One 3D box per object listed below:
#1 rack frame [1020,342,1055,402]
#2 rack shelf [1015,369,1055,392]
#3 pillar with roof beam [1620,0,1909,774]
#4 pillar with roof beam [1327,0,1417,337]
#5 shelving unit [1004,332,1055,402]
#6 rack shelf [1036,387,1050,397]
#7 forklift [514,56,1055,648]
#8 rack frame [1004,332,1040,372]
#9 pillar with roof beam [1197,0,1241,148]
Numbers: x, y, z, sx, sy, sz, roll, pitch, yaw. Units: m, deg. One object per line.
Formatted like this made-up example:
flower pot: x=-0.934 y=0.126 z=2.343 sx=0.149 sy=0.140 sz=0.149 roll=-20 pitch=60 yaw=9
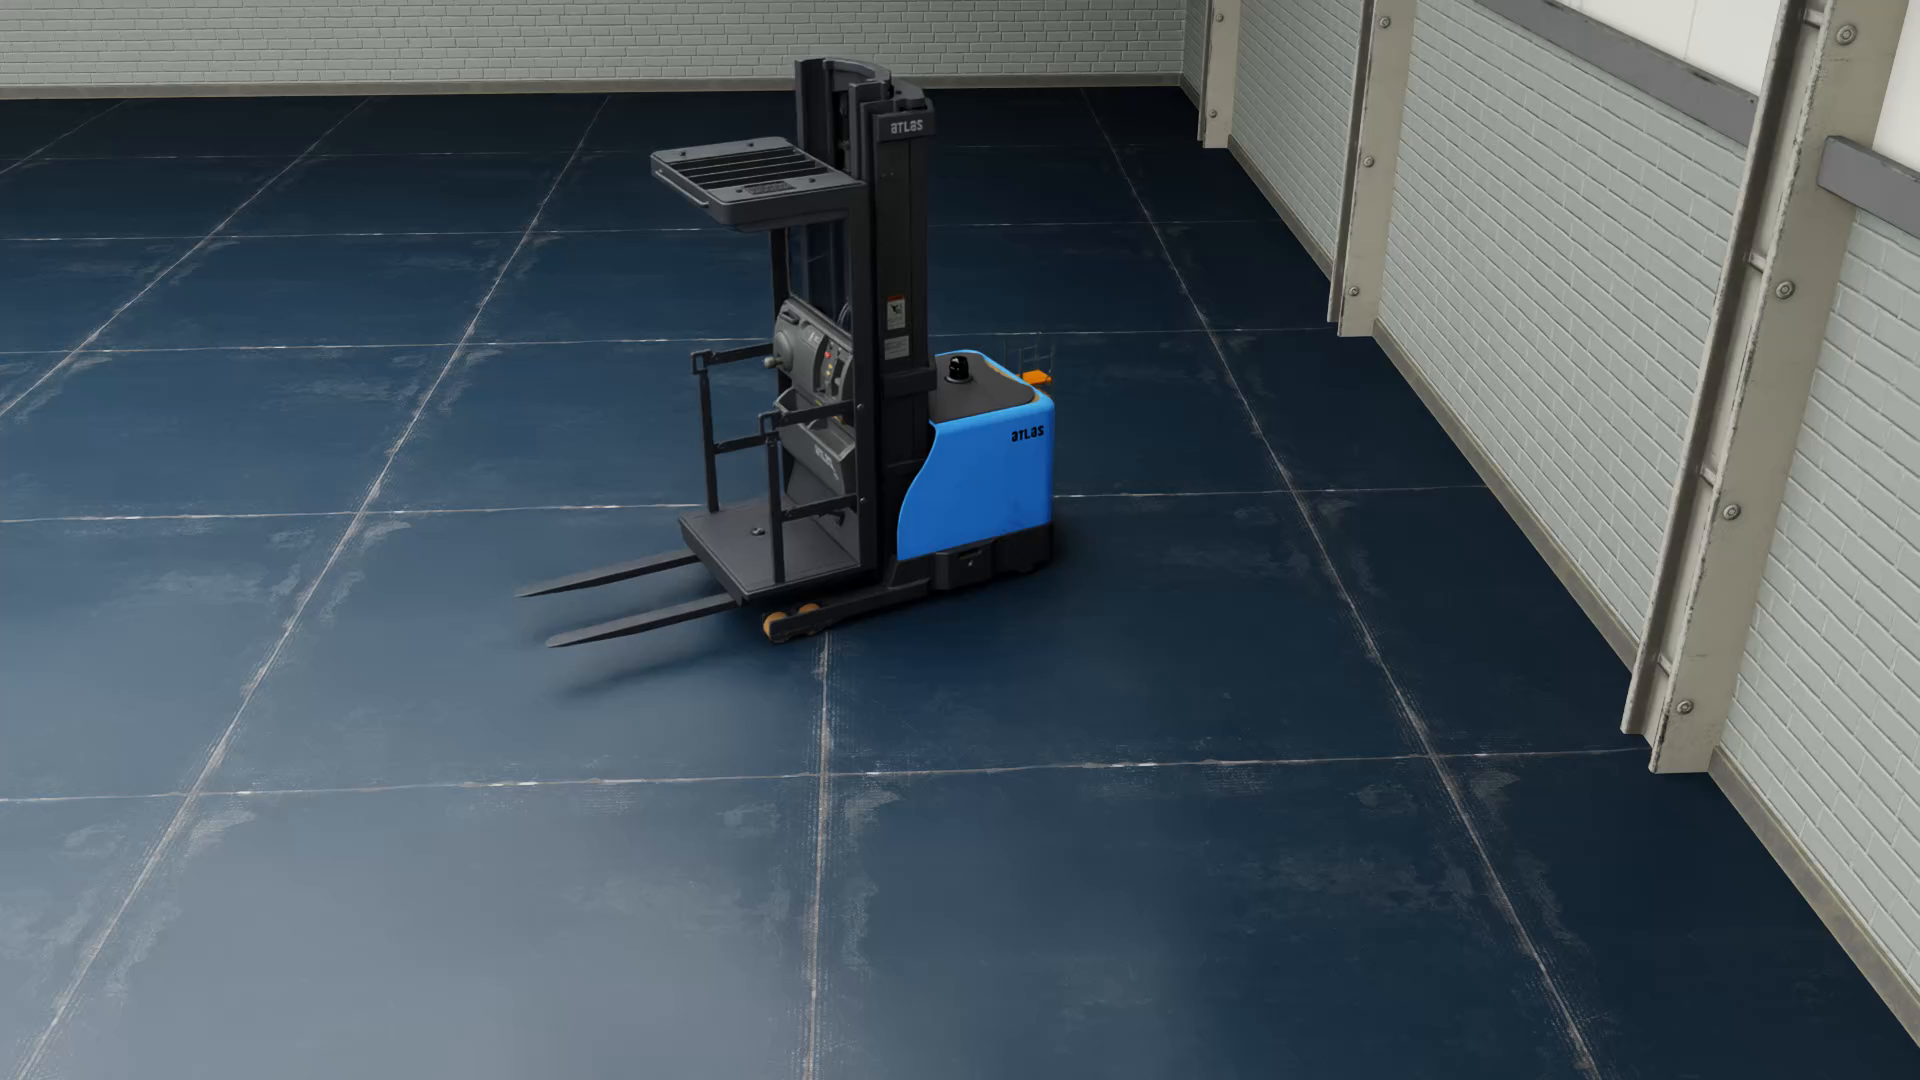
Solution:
rack frame: x=0.461 y=-0.624 z=10.149 sx=0.240 sy=1.200 sz=0.006 roll=-14 pitch=31 yaw=-25
rack shelf: x=0.418 y=-0.941 z=10.075 sx=0.258 sy=0.103 sz=0.180 roll=-14 pitch=31 yaw=-25
pillar with roof beam: x=-0.791 y=-2.848 z=5.979 sx=9.100 sy=9.000 sz=0.400 roll=-1 pitch=28 yaw=-3
pillar with roof beam: x=-1.104 y=-5.619 z=11.292 sx=9.100 sy=9.000 sz=0.400 roll=-1 pitch=28 yaw=-3
shelving unit: x=0.417 y=-0.662 z=10.220 sx=0.258 sy=1.200 sz=0.189 roll=-14 pitch=31 yaw=-25
rack shelf: x=0.418 y=-0.835 z=10.130 sx=0.258 sy=0.103 sz=0.180 roll=-14 pitch=31 yaw=-25
forklift: x=-0.987 y=-1.013 z=9.022 sx=3.031 sy=2.935 sz=1.130 roll=-14 pitch=31 yaw=-25
rack frame: x=0.374 y=-0.699 z=10.292 sx=0.240 sy=1.200 sz=0.006 roll=-14 pitch=31 yaw=-25
pillar with roof beam: x=-1.418 y=-8.389 z=16.604 sx=9.100 sy=9.000 sz=0.400 roll=-1 pitch=28 yaw=-3
